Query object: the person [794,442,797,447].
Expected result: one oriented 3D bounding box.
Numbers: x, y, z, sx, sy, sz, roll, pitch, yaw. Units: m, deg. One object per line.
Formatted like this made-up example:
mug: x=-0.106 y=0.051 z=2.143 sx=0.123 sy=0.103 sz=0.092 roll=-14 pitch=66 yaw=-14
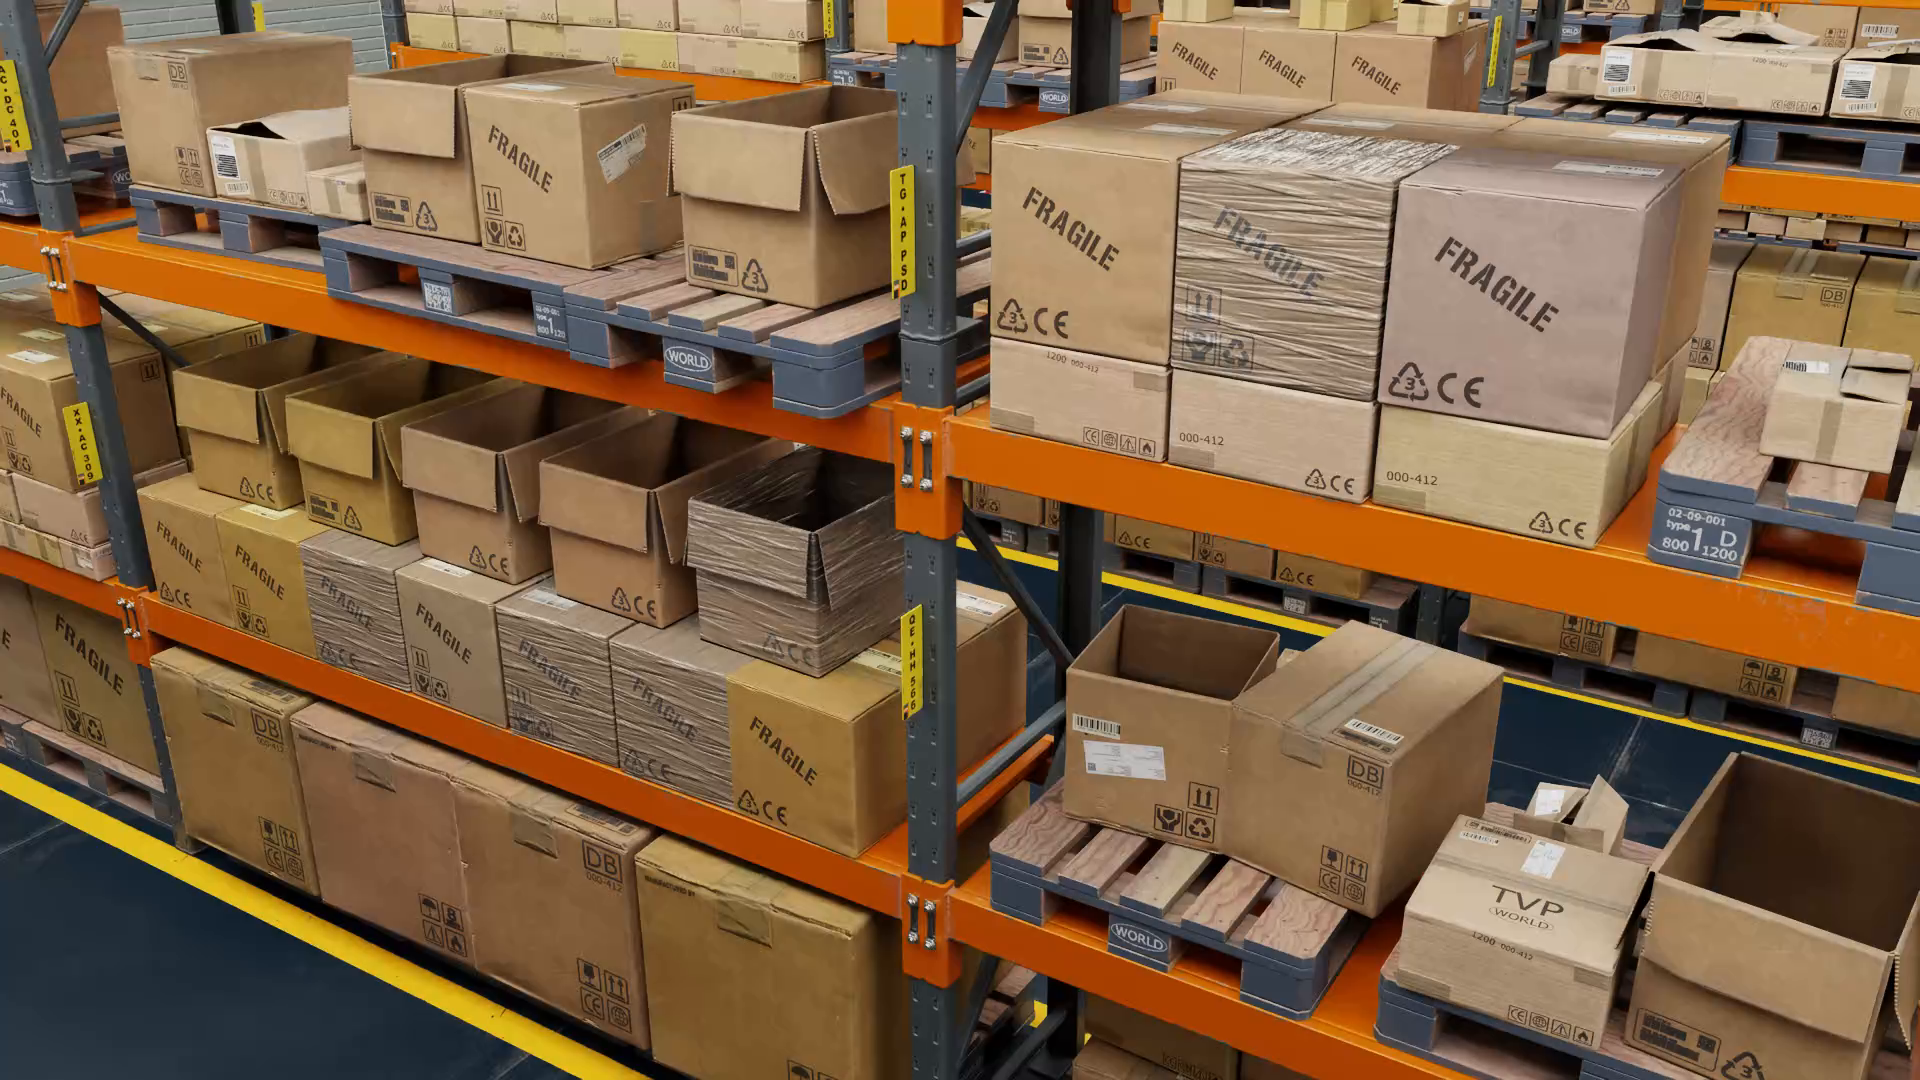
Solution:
person: x=-1.184 y=-0.588 z=9.926 sx=0.782 sy=1.772 sz=0.674 roll=10 pitch=25 yaw=23
